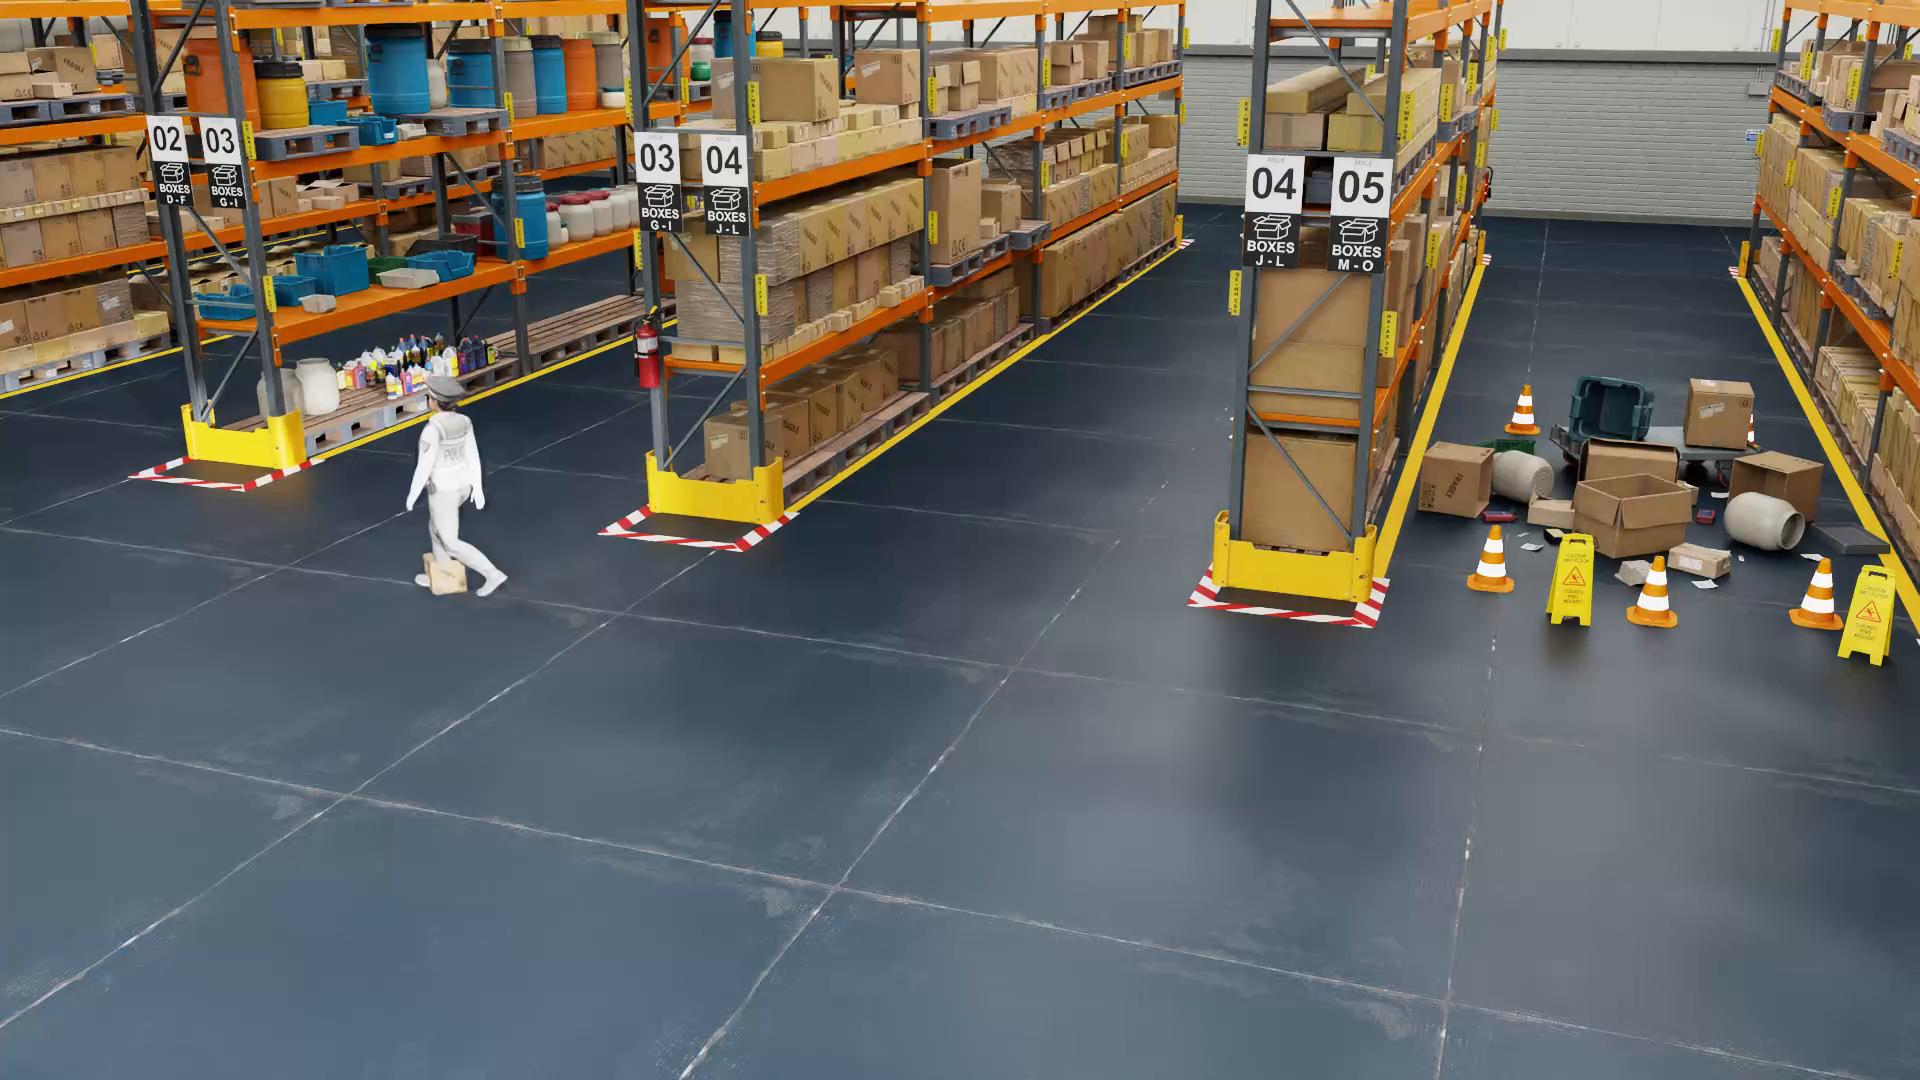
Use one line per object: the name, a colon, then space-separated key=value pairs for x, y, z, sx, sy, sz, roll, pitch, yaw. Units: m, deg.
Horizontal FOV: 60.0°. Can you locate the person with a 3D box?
person: x=-3.698 y=-0.377 z=12.089 sx=0.921 sy=1.643 sz=0.485 roll=6 pitch=20 yaw=18
